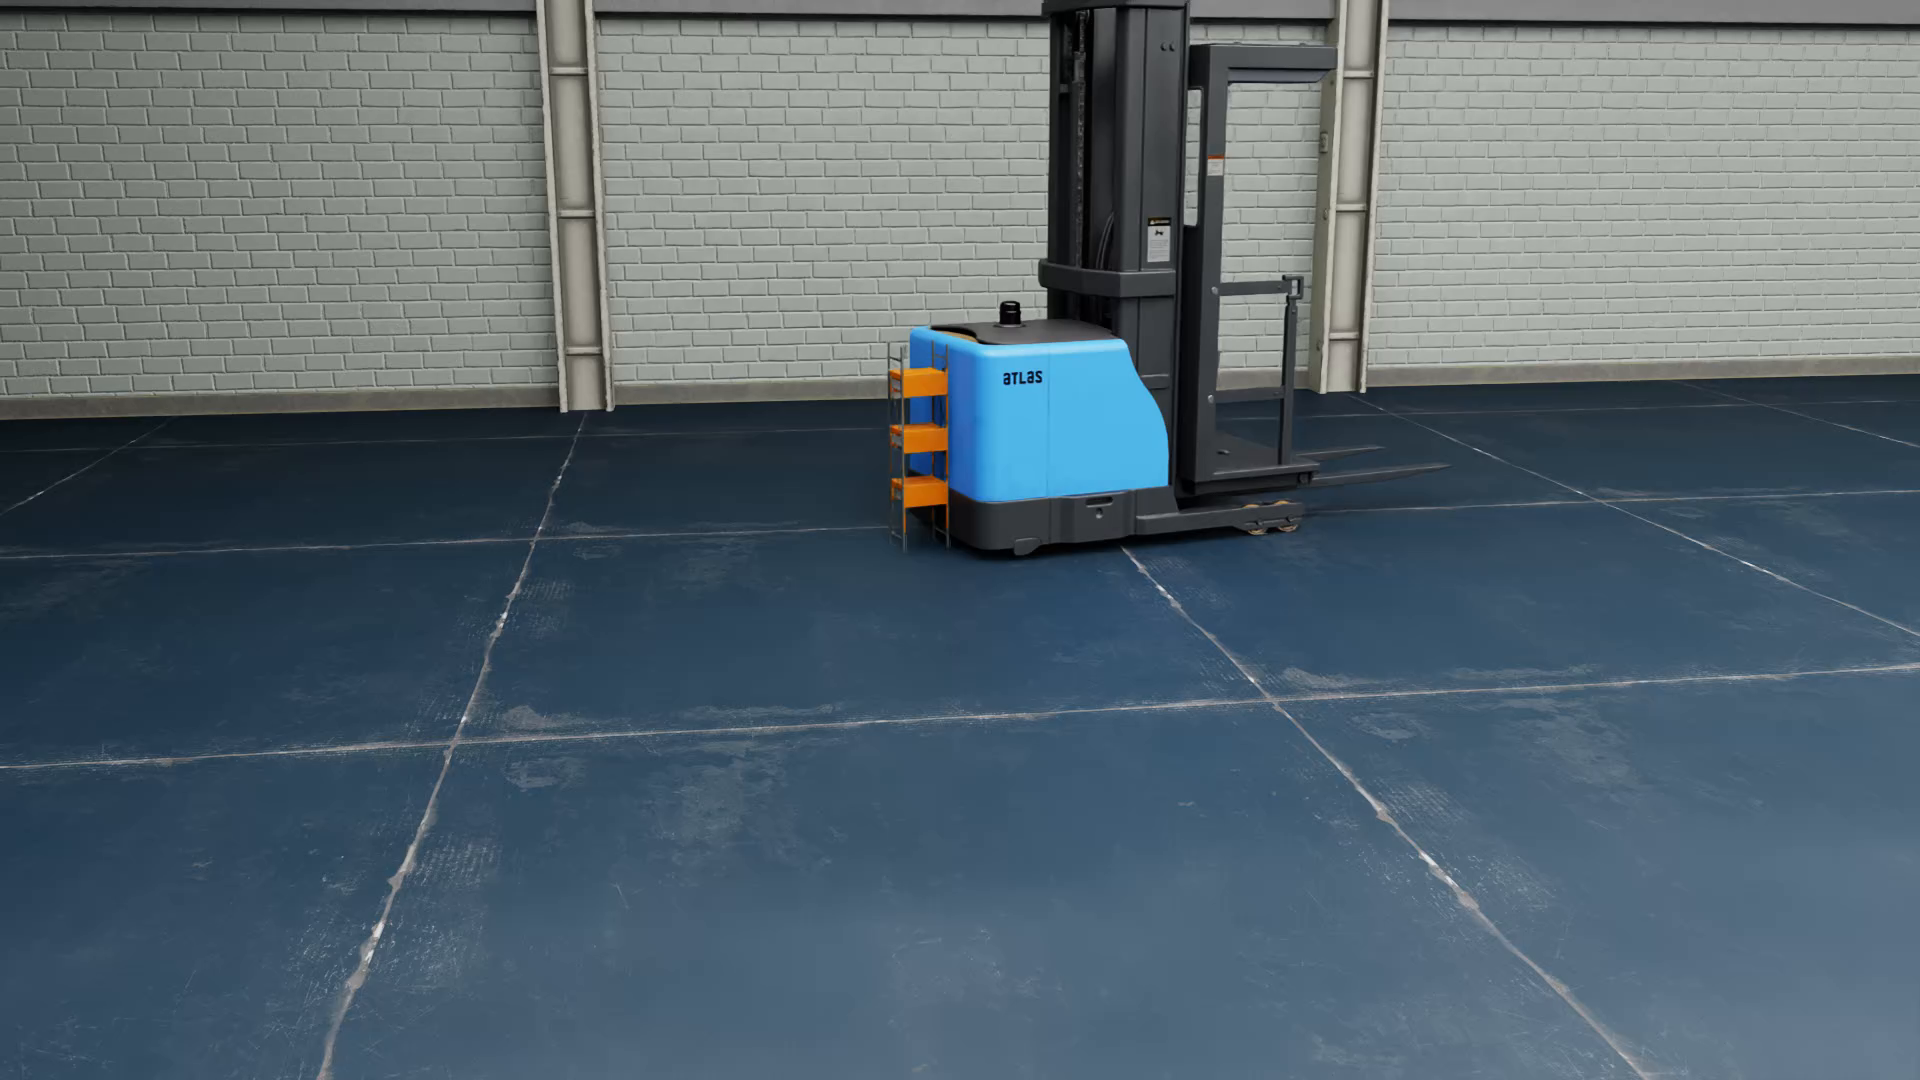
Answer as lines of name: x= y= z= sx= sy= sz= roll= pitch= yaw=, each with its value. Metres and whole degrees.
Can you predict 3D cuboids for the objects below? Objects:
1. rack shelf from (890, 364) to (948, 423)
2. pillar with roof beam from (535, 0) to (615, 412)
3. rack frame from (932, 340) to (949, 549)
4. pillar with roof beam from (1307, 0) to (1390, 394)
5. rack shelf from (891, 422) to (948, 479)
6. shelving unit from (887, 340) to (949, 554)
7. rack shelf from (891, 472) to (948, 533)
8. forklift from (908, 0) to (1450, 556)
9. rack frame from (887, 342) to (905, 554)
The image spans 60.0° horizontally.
rack shelf: x=-0.212 y=-0.740 z=8.391 sx=0.240 sy=0.259 sz=0.215 roll=-6 pitch=15 yaw=-23
pillar with roof beam: x=-2.212 y=-4.340 z=7.527 sx=0.400 sy=9.000 sz=9.100 roll=-2 pitch=14 yaw=-8
rack frame: x=-0.100 y=-0.487 z=8.504 sx=0.008 sy=1.050 sz=0.200 roll=-6 pitch=15 yaw=-23
pillar with roof beam: x=3.721 y=-4.557 z=8.394 sx=0.400 sy=9.000 sz=9.100 roll=-2 pitch=14 yaw=-8
rack shelf: x=-0.212 y=-0.465 z=8.460 sx=0.240 sy=0.259 sz=0.215 roll=-6 pitch=15 yaw=-23
shelving unit: x=-0.212 y=-0.475 z=8.457 sx=0.252 sy=1.050 sz=0.215 roll=-6 pitch=15 yaw=-23
rack shelf: x=-0.212 y=-0.195 z=8.527 sx=0.240 sy=0.259 sz=0.215 roll=-6 pitch=15 yaw=-23
forklift: x=1.282 y=-1.557 z=8.904 sx=3.031 sy=2.935 sz=1.130 roll=-6 pitch=15 yaw=-23
rack frame: x=-0.324 y=-0.463 z=8.410 sx=0.008 sy=1.050 sz=0.200 roll=-6 pitch=15 yaw=-23
